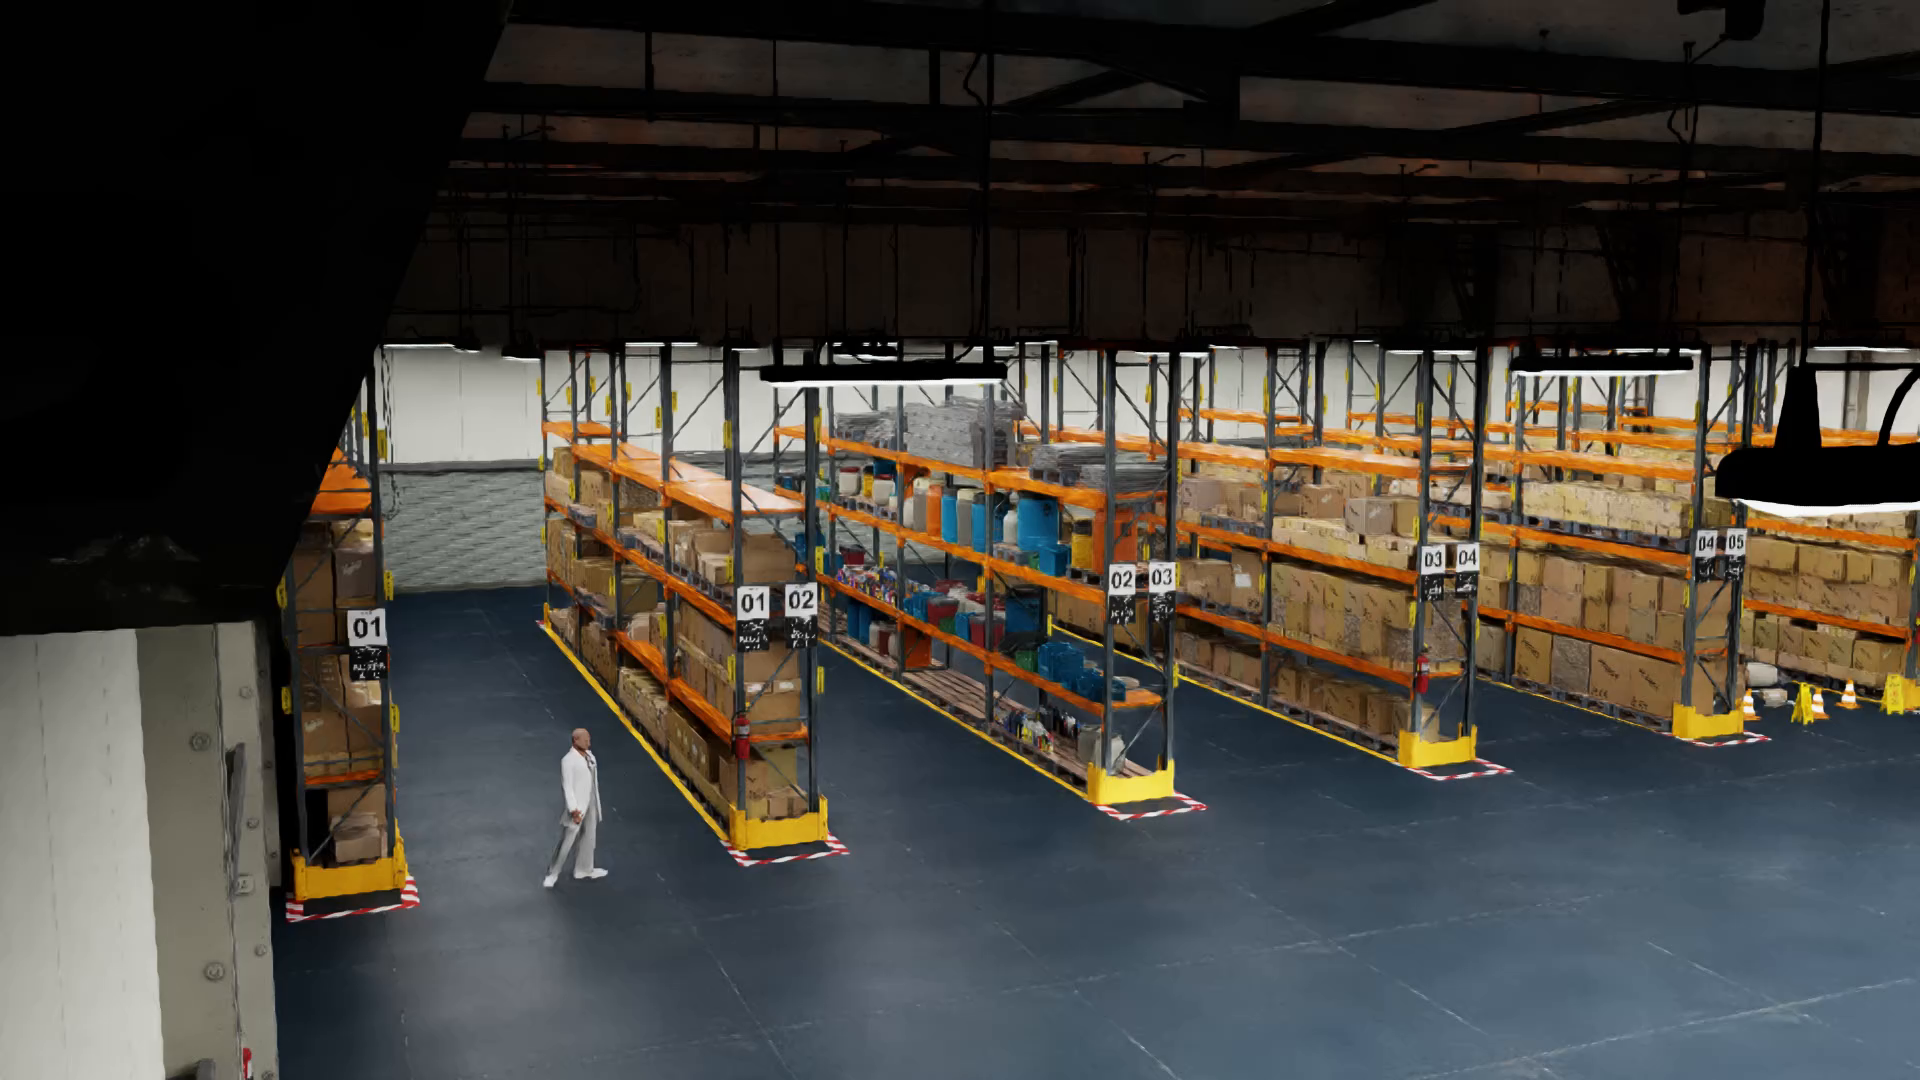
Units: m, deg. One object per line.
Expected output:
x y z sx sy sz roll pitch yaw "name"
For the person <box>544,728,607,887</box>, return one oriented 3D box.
-4.398 3.017 18.828 0.511 1.773 0.769 3 8 23 "person"
